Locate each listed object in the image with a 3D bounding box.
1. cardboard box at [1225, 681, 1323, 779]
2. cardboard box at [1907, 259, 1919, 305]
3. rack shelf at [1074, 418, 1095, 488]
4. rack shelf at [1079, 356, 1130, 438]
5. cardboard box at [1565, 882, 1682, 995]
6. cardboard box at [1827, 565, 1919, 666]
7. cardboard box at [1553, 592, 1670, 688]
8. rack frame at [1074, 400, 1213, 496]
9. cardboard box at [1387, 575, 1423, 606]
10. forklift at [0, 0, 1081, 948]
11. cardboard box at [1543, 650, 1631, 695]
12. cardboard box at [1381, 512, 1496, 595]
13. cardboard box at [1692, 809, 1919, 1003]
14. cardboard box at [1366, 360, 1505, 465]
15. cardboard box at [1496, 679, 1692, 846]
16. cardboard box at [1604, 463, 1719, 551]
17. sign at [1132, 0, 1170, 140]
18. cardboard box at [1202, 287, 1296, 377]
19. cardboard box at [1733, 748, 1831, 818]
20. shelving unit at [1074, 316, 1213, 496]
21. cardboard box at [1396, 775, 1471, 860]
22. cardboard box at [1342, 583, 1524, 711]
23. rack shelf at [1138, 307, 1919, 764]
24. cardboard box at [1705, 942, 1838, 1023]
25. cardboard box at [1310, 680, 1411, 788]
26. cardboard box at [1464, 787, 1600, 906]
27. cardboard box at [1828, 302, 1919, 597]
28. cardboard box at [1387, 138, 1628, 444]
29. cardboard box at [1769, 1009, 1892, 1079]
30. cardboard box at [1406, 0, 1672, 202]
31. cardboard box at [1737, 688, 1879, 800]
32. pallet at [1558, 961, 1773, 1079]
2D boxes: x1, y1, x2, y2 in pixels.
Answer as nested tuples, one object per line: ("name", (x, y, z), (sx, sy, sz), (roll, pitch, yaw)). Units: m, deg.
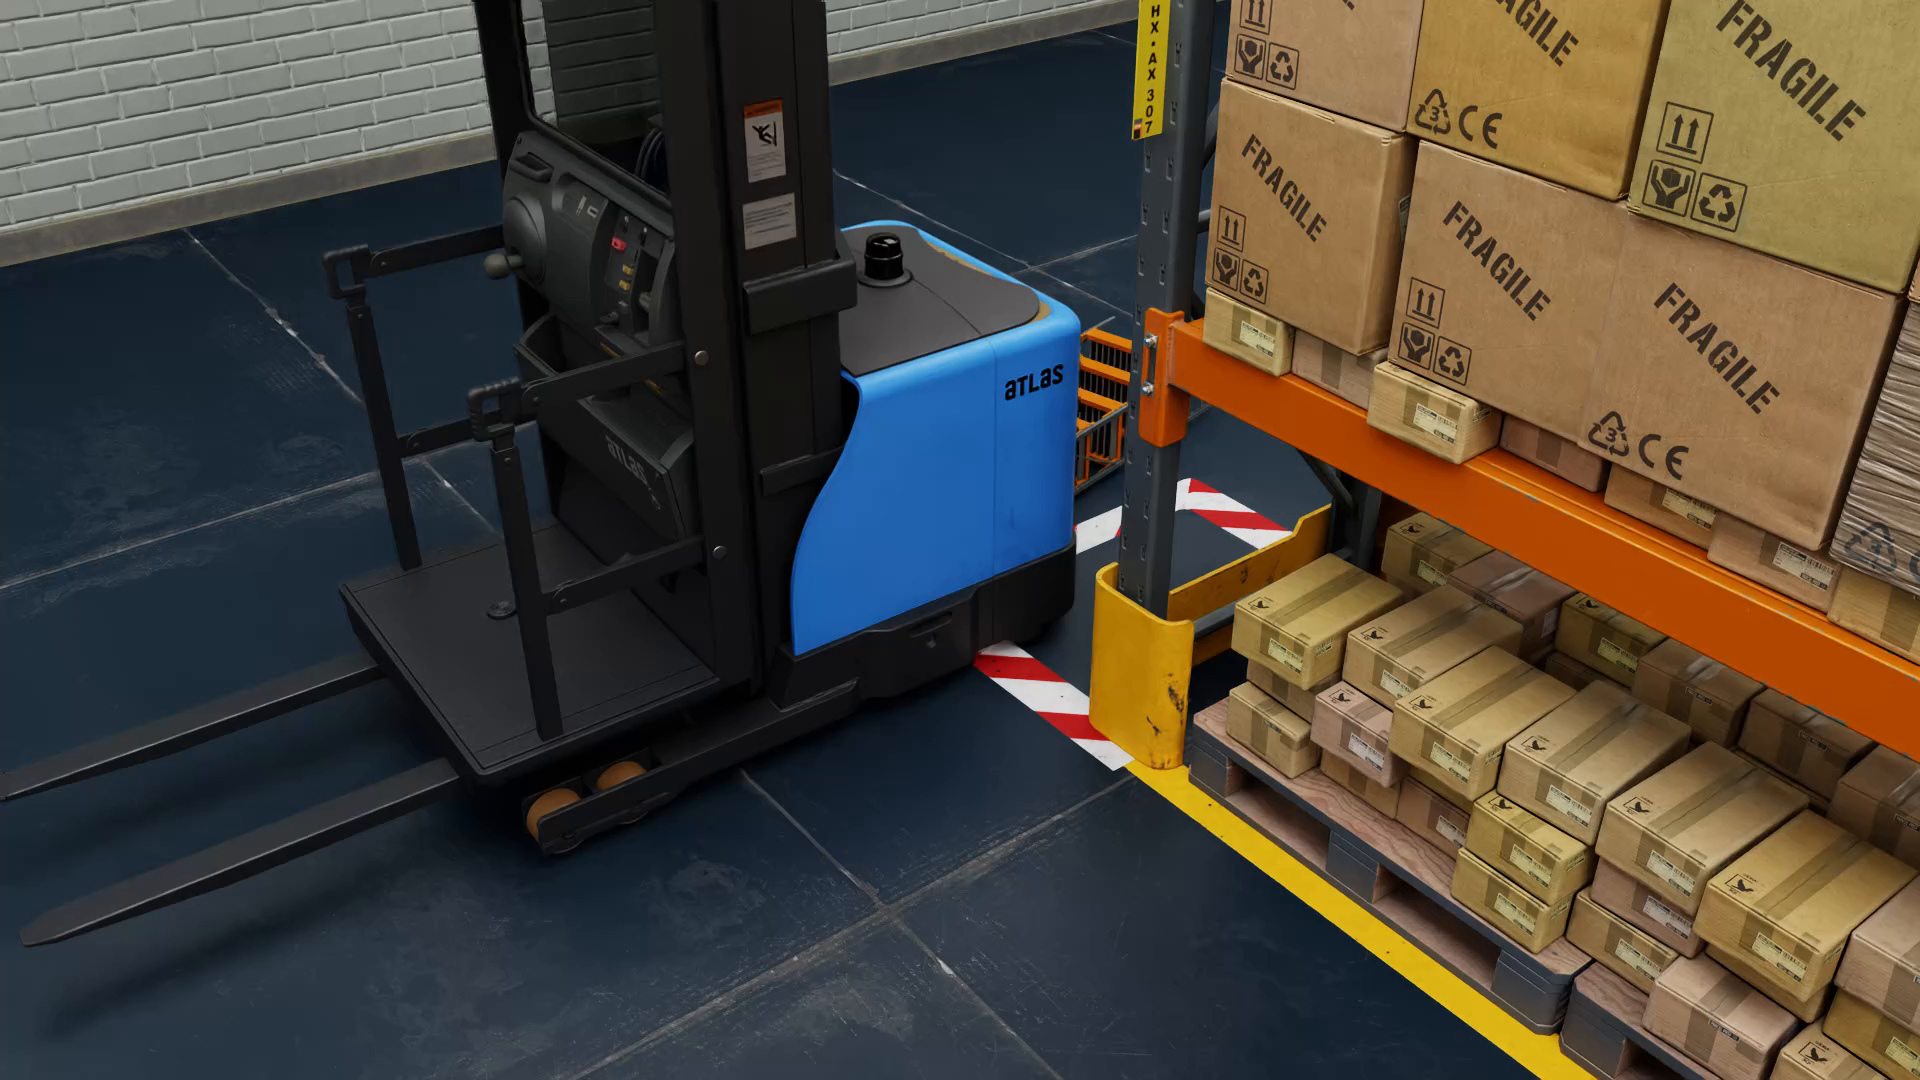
("cardboard box", (0.941, 0.454, 4.481), (0.380, 0.149, 0.250), (-21, 38, -30))
("cardboard box", (1.870, -0.578, 2.514), (0.500, 0.500, 0.500), (-24, 39, -33))
("rack shelf", (0.250, -0.365, 6.059), (0.480, 0.258, 0.148), (24, 39, 33))
("rack shelf", (0.522, -0.536, 6.334), (0.480, 0.258, 0.148), (24, 39, 33))
("cardboard box", (1.626, 0.855, 3.835), (0.380, 0.149, 0.250), (-22, 38, -31))
("cardboard box", (1.810, 0.080, 3.016), (0.380, 0.149, 0.250), (-21, 37, -30))
("cardboard box", (1.766, 0.208, 4.313), (0.380, 0.149, 0.250), (-23, 39, -32))
("rack frame", (0.608, -0.390, 6.099), (0.015, 0.240, 1.200), (24, 39, 33))
("cardboard box", (1.422, 0.133, 4.715), (0.380, 0.149, 0.250), (-23, 39, -33))
("forklift", (-1.126, -0.733, 4.152), (3.031, 2.935, 1.130), (-21, 38, -30))
("cardboard box", (1.742, 0.349, 4.367), (0.380, 0.149, 0.250), (-24, 39, -33))
("cardboard box", (1.398, 0.017, 4.619), (0.380, 0.149, 0.250), (-22, 38, -31))
("cardboard box", (1.749, 0.749, 3.441), (0.380, 0.149, 0.250), (-22, 38, -31))
("cardboard box", (1.124, -0.331, 3.678), (0.380, 0.149, 0.250), (-23, 39, -33))
("cardboard box", (1.461, 0.506, 3.832), (0.380, 0.149, 0.250), (-24, 39, -34))
("cardboard box", (1.538, -0.147, 3.381), (0.380, 0.149, 0.250), (-23, 38, -32))
("sign", (0.444, -1.093, 3.847), (0.100, 0.325, 0.005), (-22, 38, -31))
("cardboard box", (0.813, -0.553, 4.036), (0.380, 0.149, 0.250), (-23, 38, -32))
("cardboard box", (2.070, 0.560, 4.027), (0.380, 0.149, 0.250), (-22, 38, -31))
("shelving unit", (0.421, -0.473, 6.232), (0.503, 0.258, 1.200), (24, 39, 33))
("cardboard box", (1.324, 0.637, 4.185), (0.380, 0.149, 0.250), (-22, 38, -31))
("cardboard box", (1.190, 0.283, 4.191), (0.380, 0.149, 0.250), (-22, 38, -31))
("rack shelf", (2.099, 0.238, 3.206), (1.077, 0.370, 4.000), (-22, 38, -31))
("cardboard box", (1.843, 0.834, 3.586), (0.380, 0.149, 0.250), (-20, 37, -29))
("cardboard box", (1.115, 0.439, 4.222), (0.380, 0.149, 0.250), (-22, 38, -32))
("cardboard box", (1.406, 0.654, 3.875), (0.380, 0.149, 0.250), (-21, 38, -30))
("cardboard box", (1.886, -0.160, 2.788), (0.500, 0.500, 0.500), (-23, 39, -33))
("cardboard box", (1.278, -0.579, 3.462), (0.500, 0.500, 0.500), (-22, 38, -31))
("cardboard box", (1.901, 1.094, 3.450), (0.380, 0.149, 0.250), (-22, 38, -31))
("cardboard box", (1.253, -1.013, 3.214), (0.500, 0.500, 0.500), (-21, 38, -30))
("cardboard box", (2.083, 0.430, 3.955), (0.380, 0.149, 0.250), (-21, 37, -30))
("pallet", (2.134, 1.173, 3.661), (1.003, 0.211, 1.213), (-22, 38, -31))
